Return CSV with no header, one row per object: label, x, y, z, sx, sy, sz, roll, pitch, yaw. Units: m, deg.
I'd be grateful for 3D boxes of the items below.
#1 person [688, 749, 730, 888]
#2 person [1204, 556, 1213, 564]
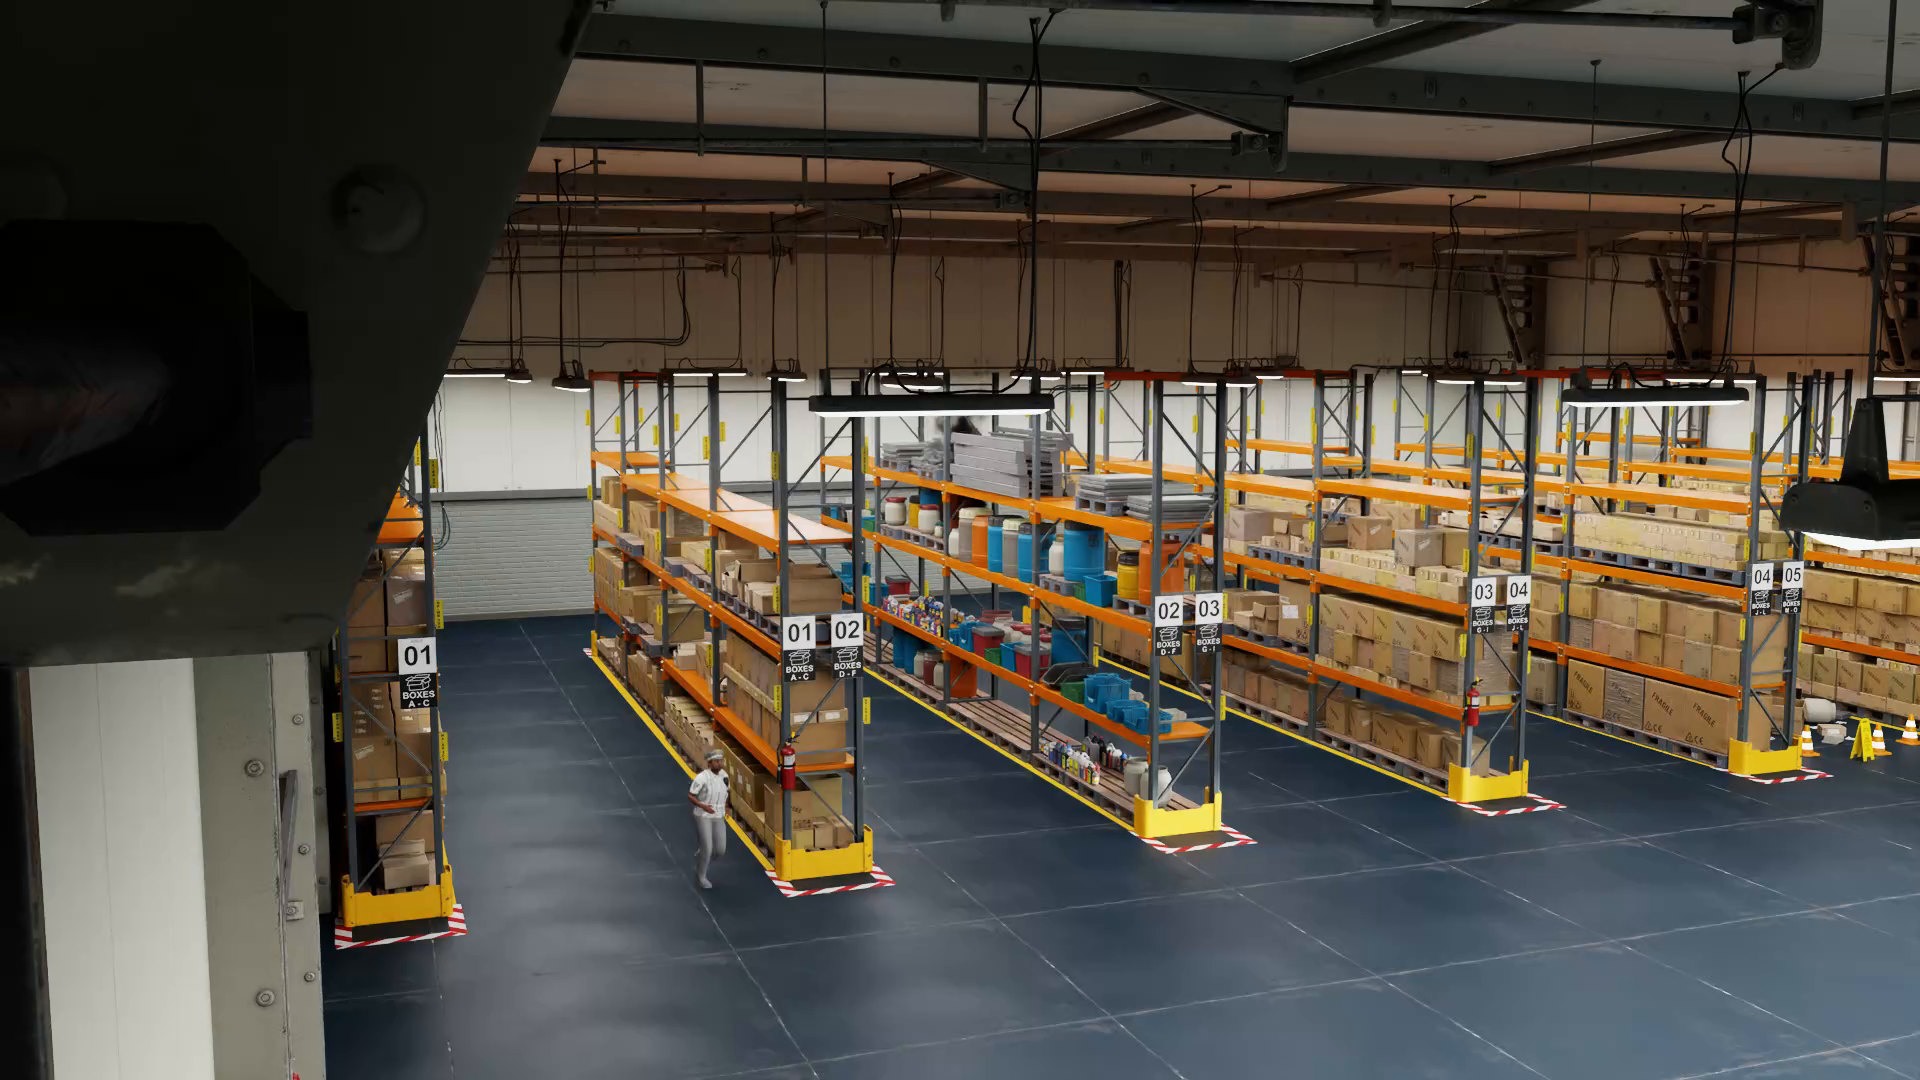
person,-2.964,3.305,19.924,0.602,1.648,0.580,-5,8,-38
person,6.187,0.924,41.421,0.635,1.557,0.735,-2,7,-21
